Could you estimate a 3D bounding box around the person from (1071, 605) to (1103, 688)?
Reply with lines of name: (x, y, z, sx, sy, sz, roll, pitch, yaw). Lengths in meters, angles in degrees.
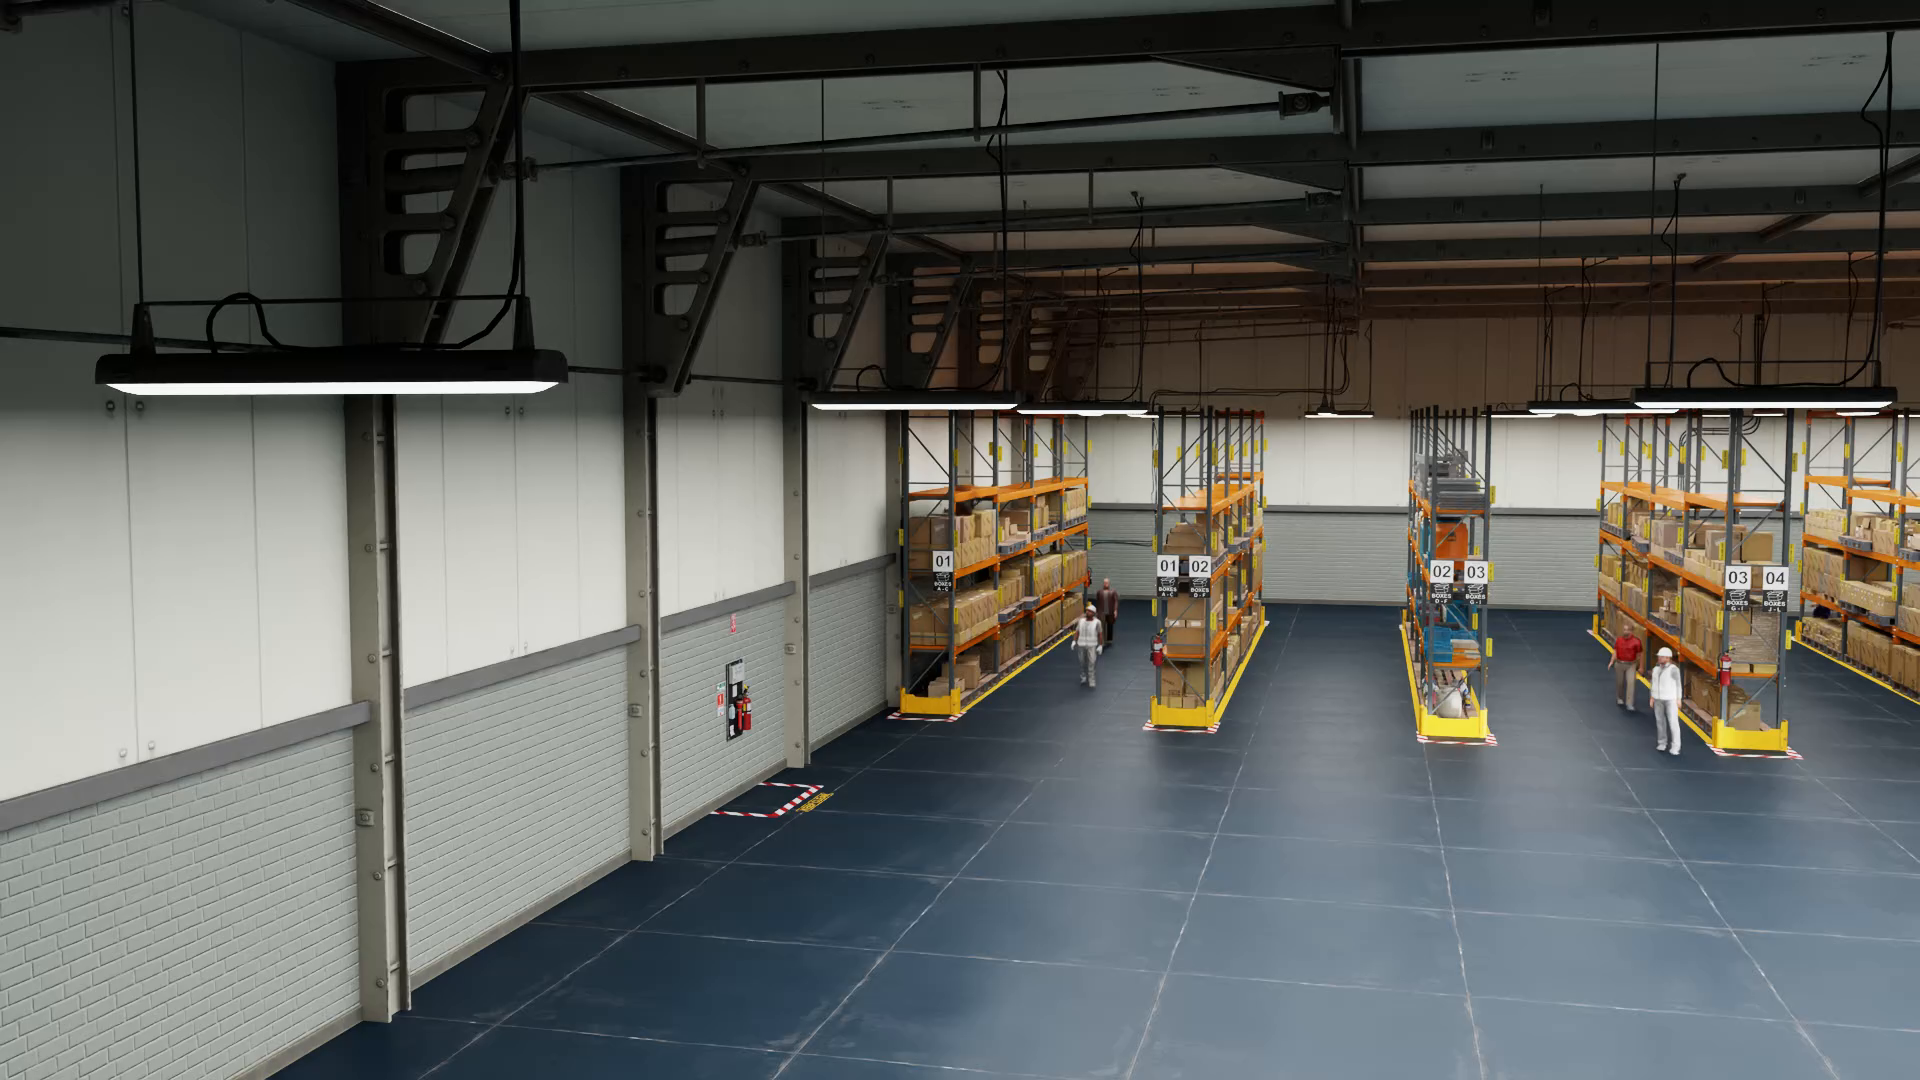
person: (2.731, 2.276, 35.779, 0.666, 1.713, 0.989, 0, 4, 7)

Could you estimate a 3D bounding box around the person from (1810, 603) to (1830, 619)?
person: (22.991, 1.734, 44.403, 0.976, 1.566, 0.646, 2, 5, 30)

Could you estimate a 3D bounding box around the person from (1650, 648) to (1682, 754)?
person: (12.229, 2.767, 28.824, 0.440, 1.785, 0.648, -3, 5, -34)

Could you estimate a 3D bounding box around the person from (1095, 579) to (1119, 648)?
person: (3.704, 1.853, 41.949, 0.594, 1.722, 1.115, 0, 4, 4)

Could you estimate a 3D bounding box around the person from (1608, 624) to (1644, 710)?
person: (13.212, 2.511, 33.000, 0.663, 1.682, 1.021, 1, 4, 20)
